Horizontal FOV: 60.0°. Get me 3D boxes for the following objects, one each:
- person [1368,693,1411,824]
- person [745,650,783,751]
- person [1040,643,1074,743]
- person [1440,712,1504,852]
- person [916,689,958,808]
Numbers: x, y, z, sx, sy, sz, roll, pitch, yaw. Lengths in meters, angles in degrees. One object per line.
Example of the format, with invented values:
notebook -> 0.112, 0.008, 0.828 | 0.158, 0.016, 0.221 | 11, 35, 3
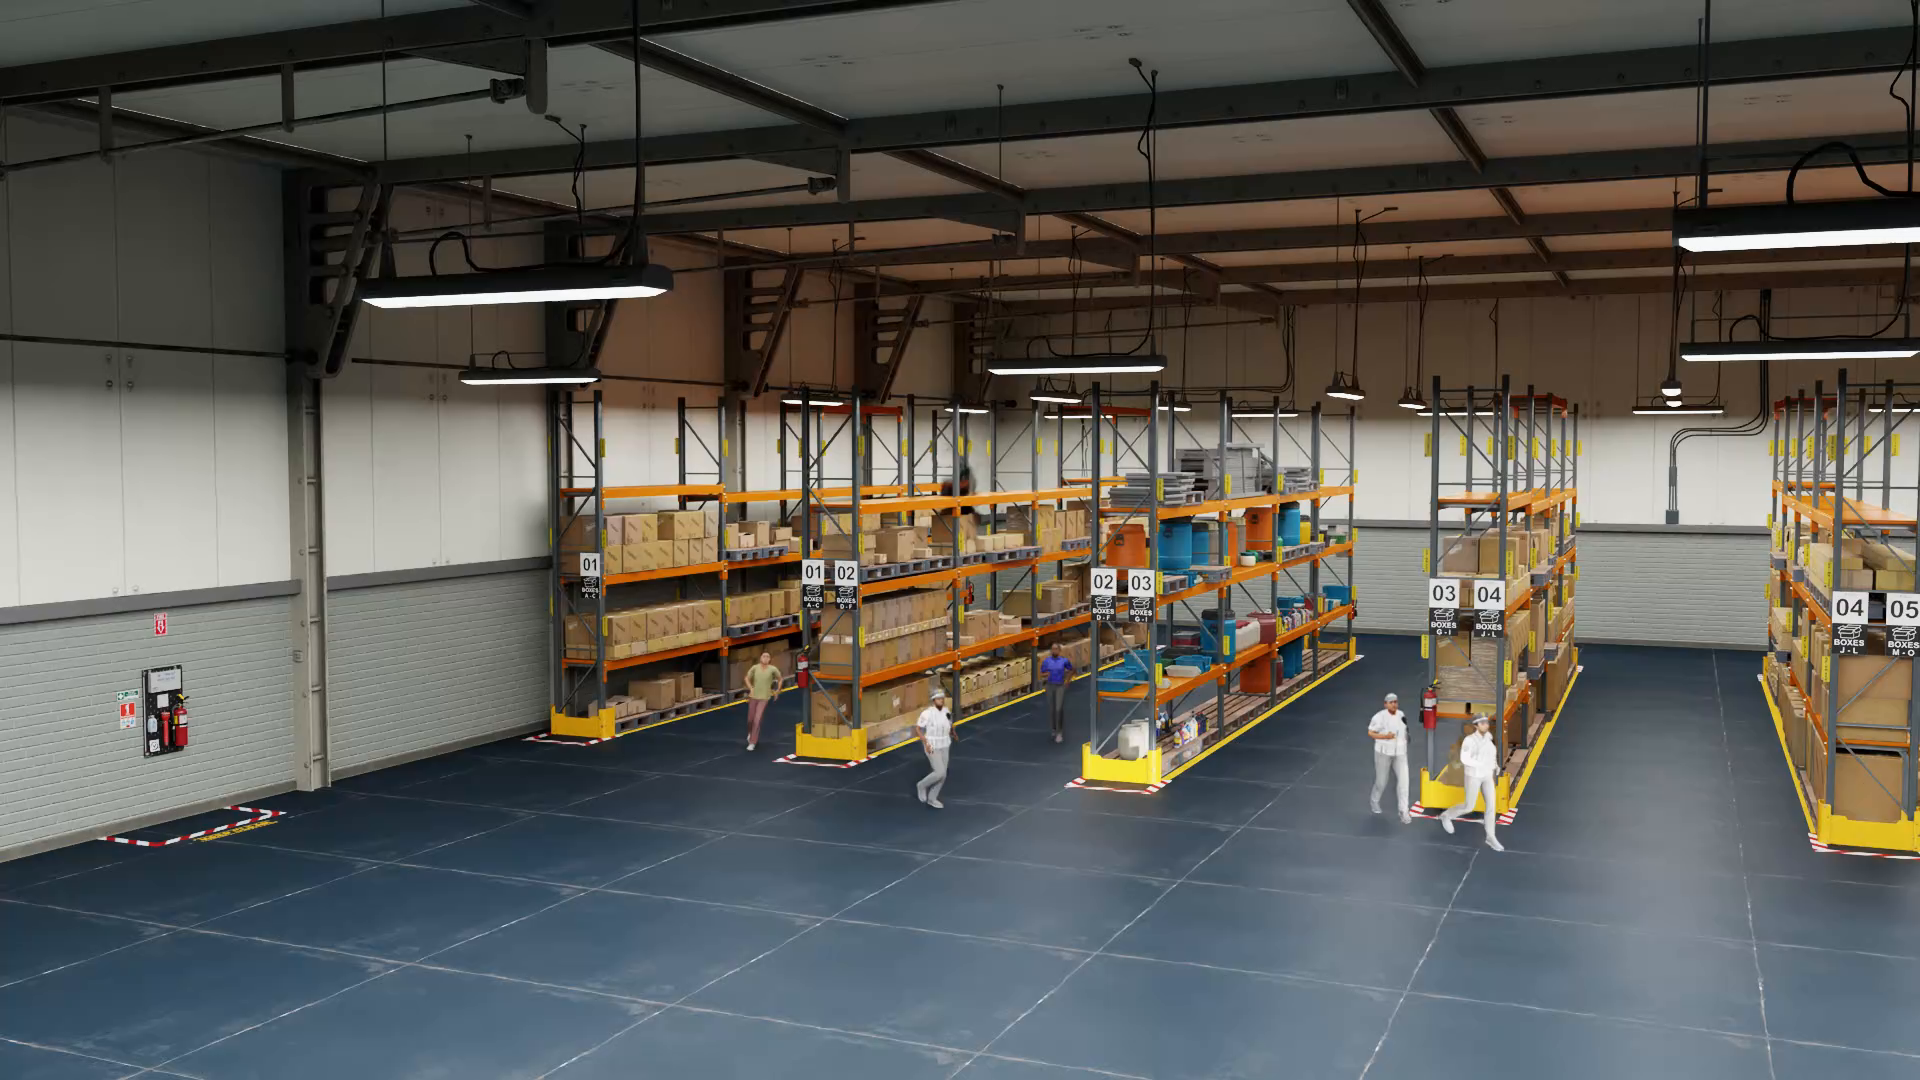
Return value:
person -> 5.810, 2.915, 22.476 | 0.606, 1.692, 0.814 | 0, 3, -6
person -> -3.288, 2.644, 27.790 | 0.652, 1.646, 0.825 | 0, 3, 4
person -> 1.640, 2.611, 28.439 | 0.555, 1.713, 0.702 | 1, 3, 13
person -> 6.523, 3.000, 21.005 | 0.625, 1.711, 0.922 | -2, 3, -26
person -> -0.287, 2.865, 23.187 | 0.566, 1.613, 0.571 | -3, 4, -39
